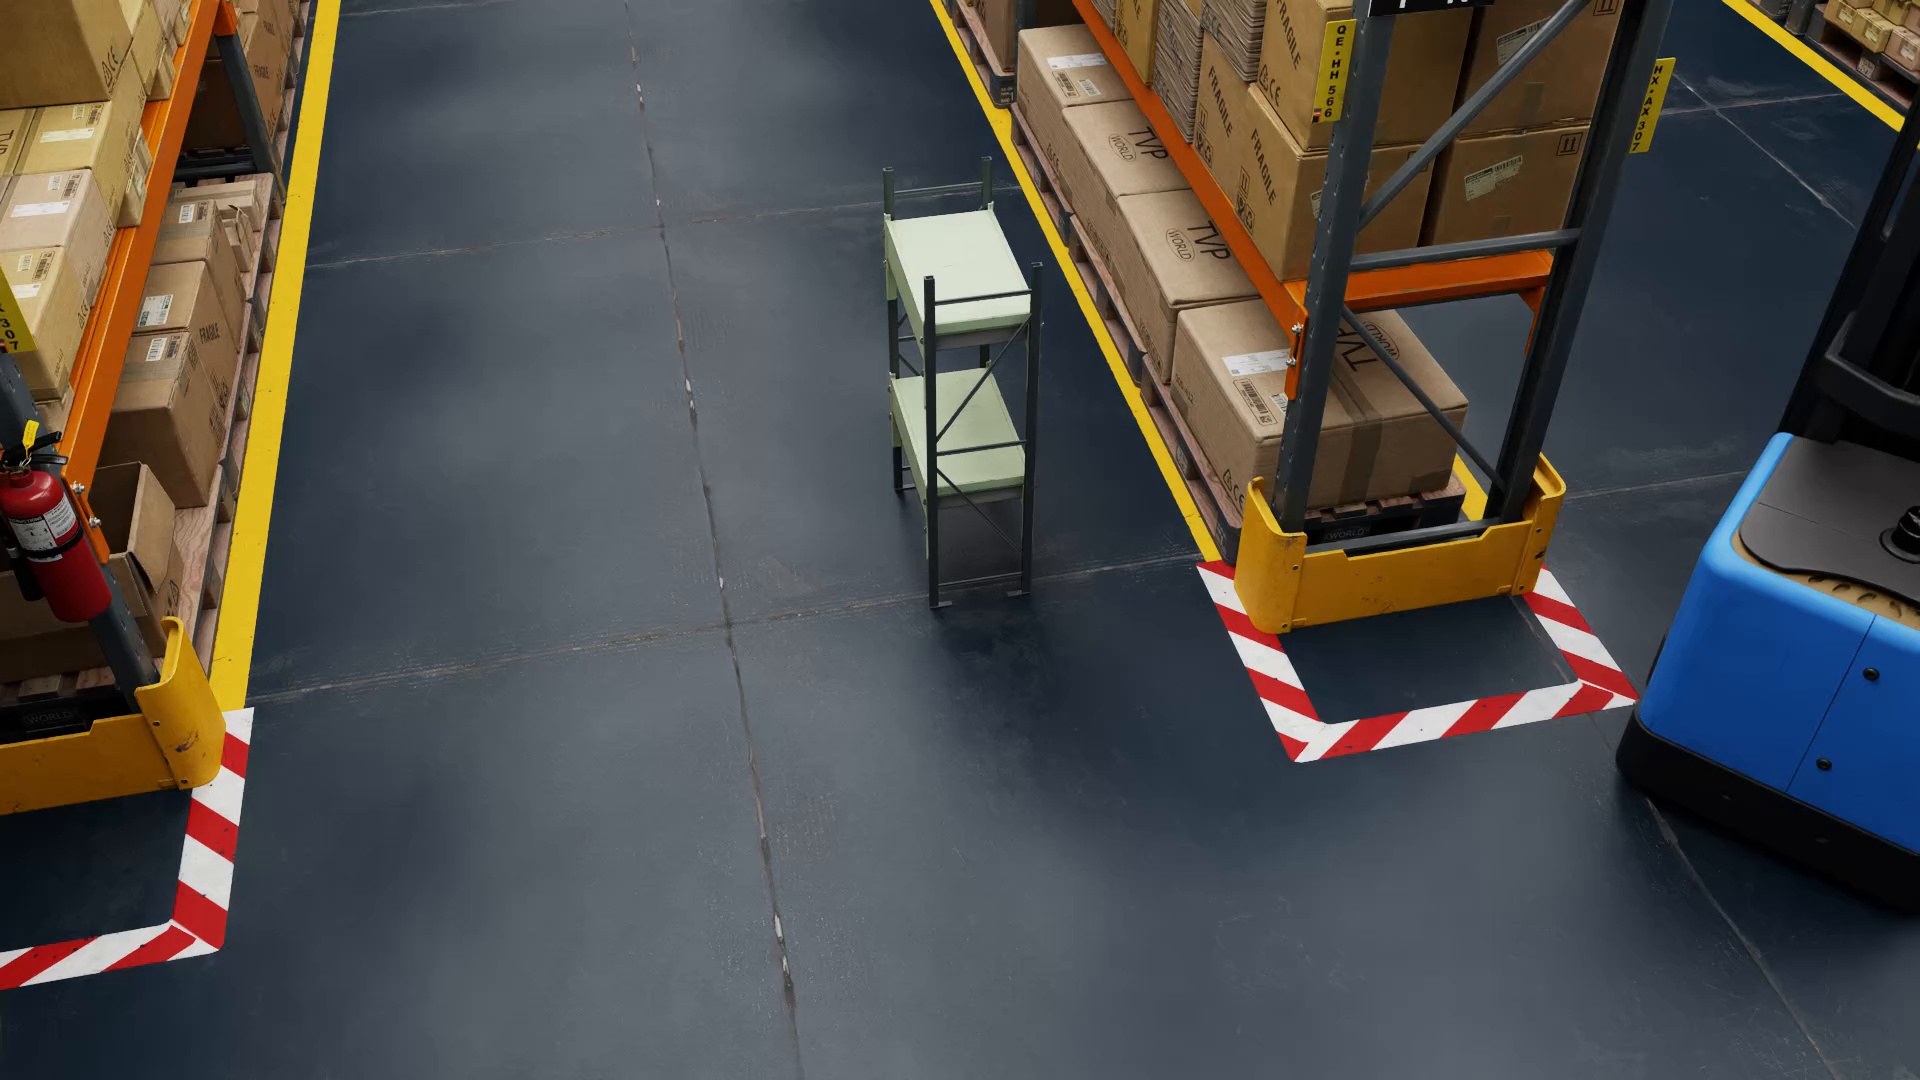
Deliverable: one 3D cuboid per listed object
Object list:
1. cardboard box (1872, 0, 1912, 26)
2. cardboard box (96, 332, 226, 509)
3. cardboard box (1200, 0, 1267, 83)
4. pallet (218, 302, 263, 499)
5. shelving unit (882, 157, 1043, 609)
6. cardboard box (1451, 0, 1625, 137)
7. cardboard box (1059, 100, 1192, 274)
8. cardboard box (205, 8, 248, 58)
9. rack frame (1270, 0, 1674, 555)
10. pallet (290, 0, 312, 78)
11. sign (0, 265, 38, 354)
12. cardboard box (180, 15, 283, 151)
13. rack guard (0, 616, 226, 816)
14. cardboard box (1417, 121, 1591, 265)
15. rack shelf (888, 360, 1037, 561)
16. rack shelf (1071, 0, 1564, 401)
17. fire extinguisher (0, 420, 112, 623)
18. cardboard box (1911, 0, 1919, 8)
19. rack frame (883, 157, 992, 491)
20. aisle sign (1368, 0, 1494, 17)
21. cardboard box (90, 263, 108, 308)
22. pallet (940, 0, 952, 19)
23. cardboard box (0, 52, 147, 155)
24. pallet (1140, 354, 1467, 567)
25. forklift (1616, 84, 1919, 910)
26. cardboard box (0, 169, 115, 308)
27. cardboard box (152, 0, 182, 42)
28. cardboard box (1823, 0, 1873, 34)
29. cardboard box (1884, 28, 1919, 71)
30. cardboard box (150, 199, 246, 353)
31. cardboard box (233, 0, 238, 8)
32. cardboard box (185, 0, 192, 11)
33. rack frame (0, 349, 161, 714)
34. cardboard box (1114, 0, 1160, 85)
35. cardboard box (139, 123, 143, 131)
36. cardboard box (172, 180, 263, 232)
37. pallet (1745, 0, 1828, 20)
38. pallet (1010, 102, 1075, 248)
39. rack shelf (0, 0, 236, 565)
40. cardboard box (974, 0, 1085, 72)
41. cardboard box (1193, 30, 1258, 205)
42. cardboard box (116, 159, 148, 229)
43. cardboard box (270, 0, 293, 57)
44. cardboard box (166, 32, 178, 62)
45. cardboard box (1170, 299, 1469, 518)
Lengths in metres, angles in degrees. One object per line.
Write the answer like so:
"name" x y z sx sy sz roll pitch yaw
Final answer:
"cardboard box" 5.524 -3.102 9.592 0.380 0.149 0.250 -8 42 -9
"cardboard box" -3.364 -0.442 6.555 0.700 0.500 0.500 -7 42 -8
"cardboard box" 1.189 -1.988 5.902 0.500 0.500 0.500 -8 42 -9
"pallet" -3.628 -0.562 7.225 1.003 0.211 1.213 -8 42 -9
"shelving unit" -0.001 -0.565 6.257 0.431 1.500 0.755 -8 42 -9
"cardboard box" 1.842 -1.727 5.608 0.500 0.500 0.500 -9 42 -10
"cardboard box" 1.029 -1.753 8.079 0.875 0.438 0.875 -10 42 -11
"cardboard box" -3.859 -2.578 8.473 0.380 0.149 0.250 -6 42 -7
"rack frame" 1.667 -0.964 5.576 1.000 3.000 0.127 -8 42 -9
"pallet" -4.521 -3.114 10.099 1.003 0.211 1.213 -8 42 -9
"sign" -2.649 -0.652 4.573 0.100 0.325 0.005 -8 42 -9
"cardboard box" -3.926 -2.411 8.773 0.500 0.500 0.500 -7 42 -7
"rack guard" -3.195 0.635 5.658 1.175 0.500 0.348 -8 42 -9
"cardboard box" 1.844 -1.353 5.940 0.500 0.500 0.500 -9 42 -10
"rack shelf" -0.001 -0.321 6.473 0.431 0.370 0.720 -8 42 -9
"rack shelf" 1.236 -1.991 7.276 1.077 0.370 4.000 -8 42 -9
"fire extinguisher" -2.695 -0.053 4.889 0.296 0.674 0.183 -8 42 -9
"cardboard box" 5.592 -3.048 9.307 0.380 0.149 0.250 -9 42 -10
"rack frame" -0.080 -0.802 6.524 0.400 1.500 0.023 -8 42 -9
"aisle sign" 1.380 -1.845 4.611 0.394 0.787 0.004 -8 42 -9
"cardboard box" -3.167 -0.905 5.699 0.380 0.149 0.250 -7 42 -8
"pallet" 0.297 -3.796 10.867 1.003 0.211 1.213 -8 42 -9
"cardboard box" -3.366 -1.621 6.206 0.500 0.250 0.500 -9 42 -10
"pallet" 1.418 -0.428 7.073 1.003 0.211 1.213 -8 42 -9
"forklift" 3.562 -0.844 5.493 1.130 2.935 3.031 26 48 27
"cardboard box" -3.122 -0.965 5.466 0.500 0.250 0.500 -8 42 -9
"cardboard box" -3.571 -2.280 6.948 0.500 0.250 0.500 -8 42 -9
"cardboard box" 5.381 -3.140 9.859 0.380 0.149 0.250 -10 43 -11
"cardboard box" 5.542 -2.814 9.492 0.380 0.149 0.250 -9 42 -9
"cardboard box" -3.588 -1.115 7.313 0.700 0.500 0.500 -10 43 -11
"cardboard box" -4.061 -2.912 8.849 0.380 0.149 0.250 -10 43 -12
"cardboard box" -3.649 -2.413 7.398 0.380 0.149 0.250 -7 42 -8
"rack frame" -3.178 -0.250 4.772 1.000 3.000 0.127 -8 42 -9
"cardboard box" 0.967 -2.268 6.971 0.500 0.500 0.500 -7 42 -8
"cardboard box" -3.411 -1.576 6.455 0.380 0.149 0.250 -8 42 -9
"cardboard box" -3.635 -1.615 8.141 0.380 0.149 0.250 -10 42 -11
"pallet" 5.446 -3.793 10.864 1.003 0.211 1.213 -8 42 -9
"pallet" 0.892 -2.010 8.855 1.003 0.211 1.213 -8 42 -9
"rack shelf" -3.610 -1.278 6.472 1.077 0.370 4.000 -8 42 -9
"cardboard box" 0.592 -3.310 9.503 0.875 0.875 0.875 -7 42 -8
"cardboard box" 1.211 -1.603 6.222 0.500 0.500 0.500 -9 42 -10
"cardboard box" -3.211 -1.251 6.089 0.380 0.149 0.250 -9 42 -11
"cardboard box" -4.154 -3.079 9.526 0.500 0.500 0.500 -10 42 -11
"cardboard box" -3.539 -2.074 7.016 0.380 0.149 0.250 -7 42 -8
"cardboard box" 1.427 -0.576 6.753 0.875 0.438 0.875 -10 43 -11
